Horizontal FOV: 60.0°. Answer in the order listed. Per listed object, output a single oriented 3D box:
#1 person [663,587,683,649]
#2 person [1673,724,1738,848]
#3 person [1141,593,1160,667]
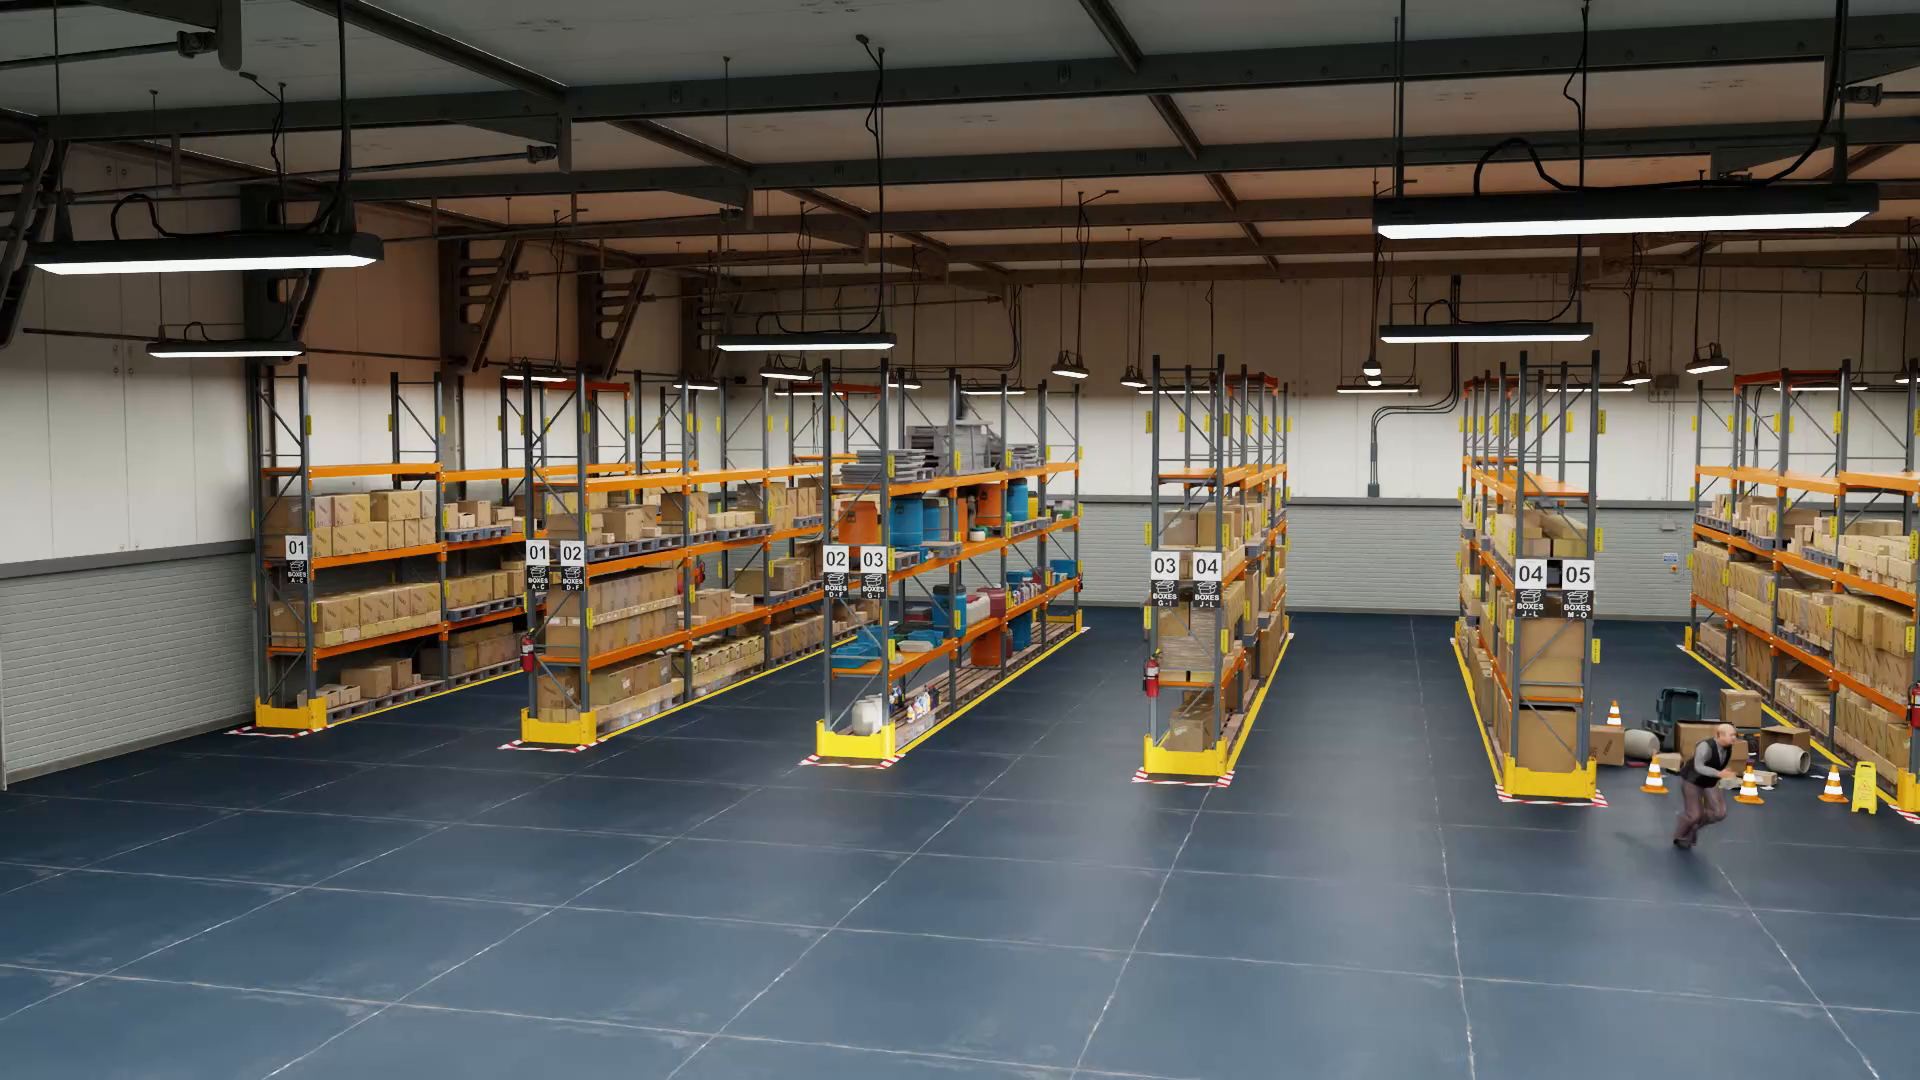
[{"bbox_3d":[-6.581,1.600,37.204,0.658,1.686,0.593,1,4,13],"label":"person"},{"bbox_3d":[8.779,2.877,19.469,0.687,1.551,0.886,-2,4,-27],"label":"person"},{"bbox_3d":[3.953,1.825,33.486,0.704,1.772,0.836,2,4,23],"label":"person"}]
